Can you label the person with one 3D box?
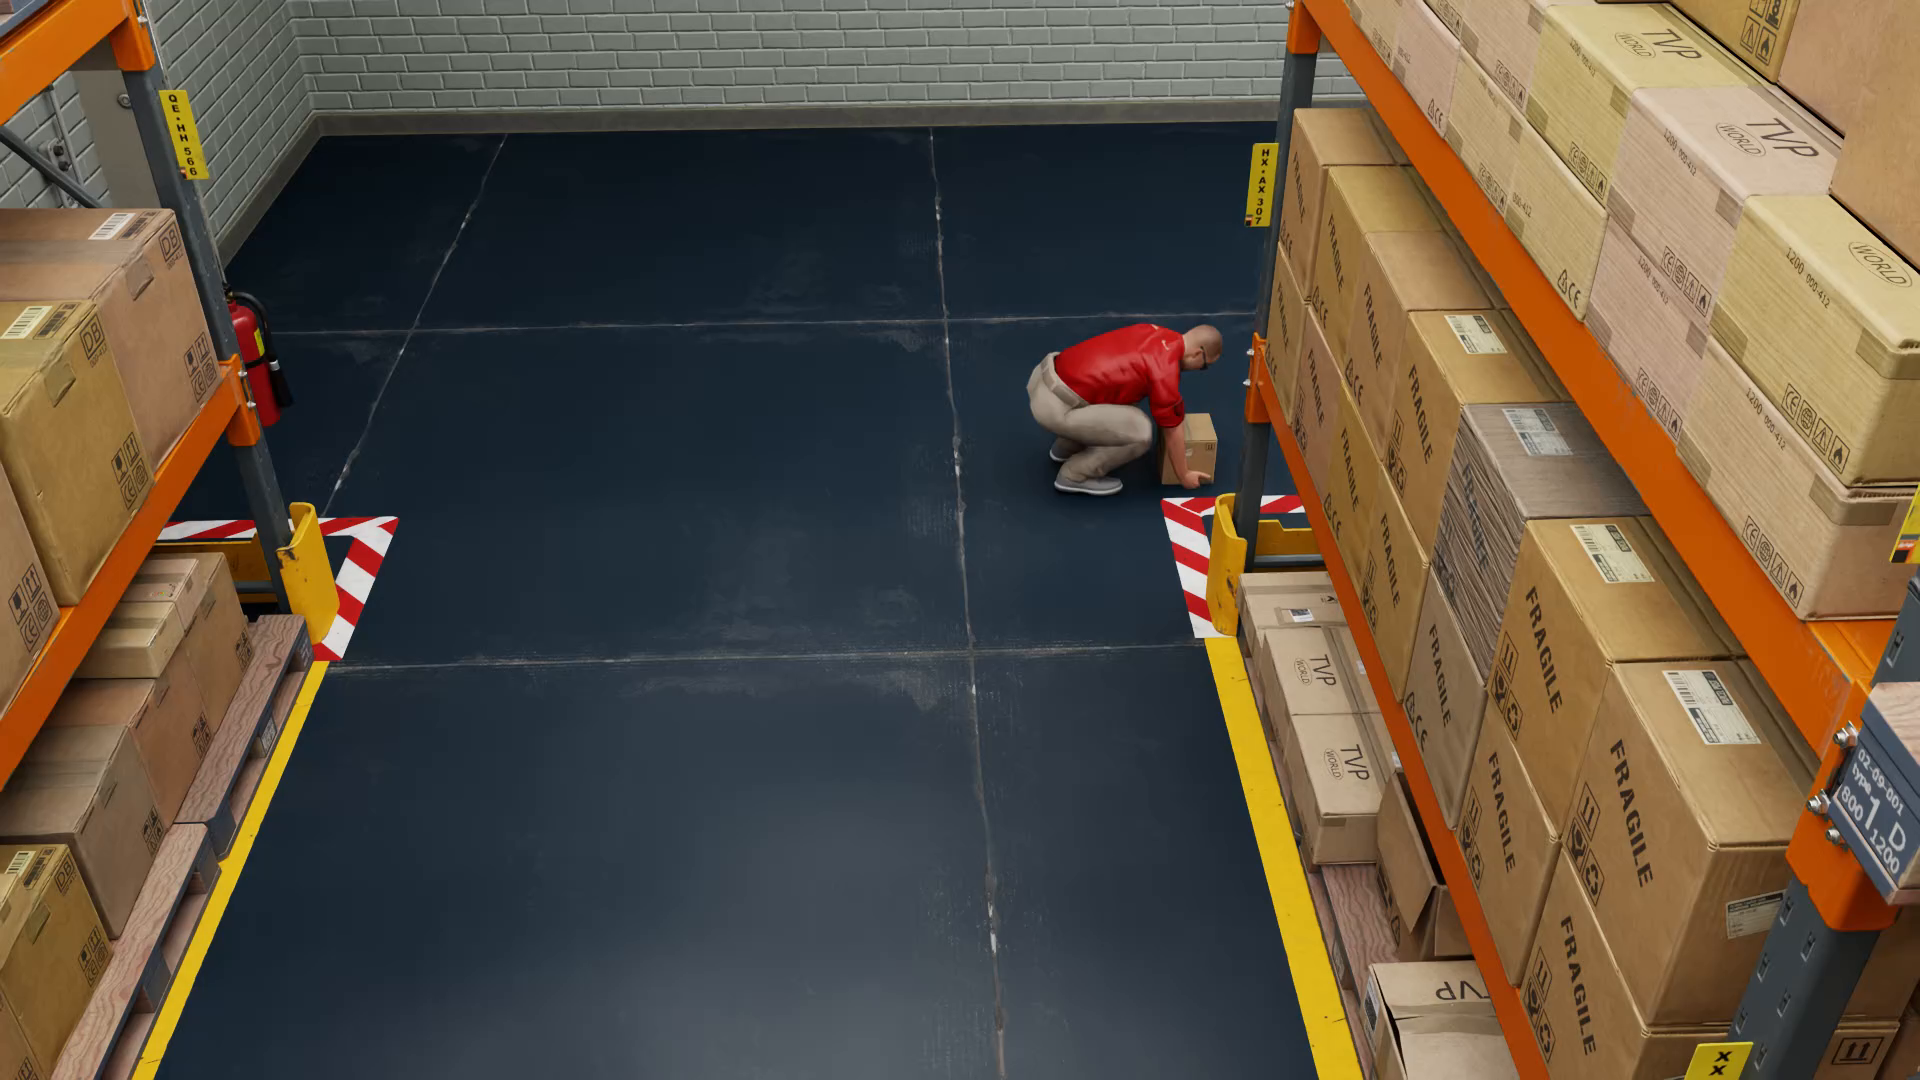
[{"bbox_3d":[0.779,-0.630,7.934,0.922,0.794,0.530,-2,35,-3],"label":"person"}]
